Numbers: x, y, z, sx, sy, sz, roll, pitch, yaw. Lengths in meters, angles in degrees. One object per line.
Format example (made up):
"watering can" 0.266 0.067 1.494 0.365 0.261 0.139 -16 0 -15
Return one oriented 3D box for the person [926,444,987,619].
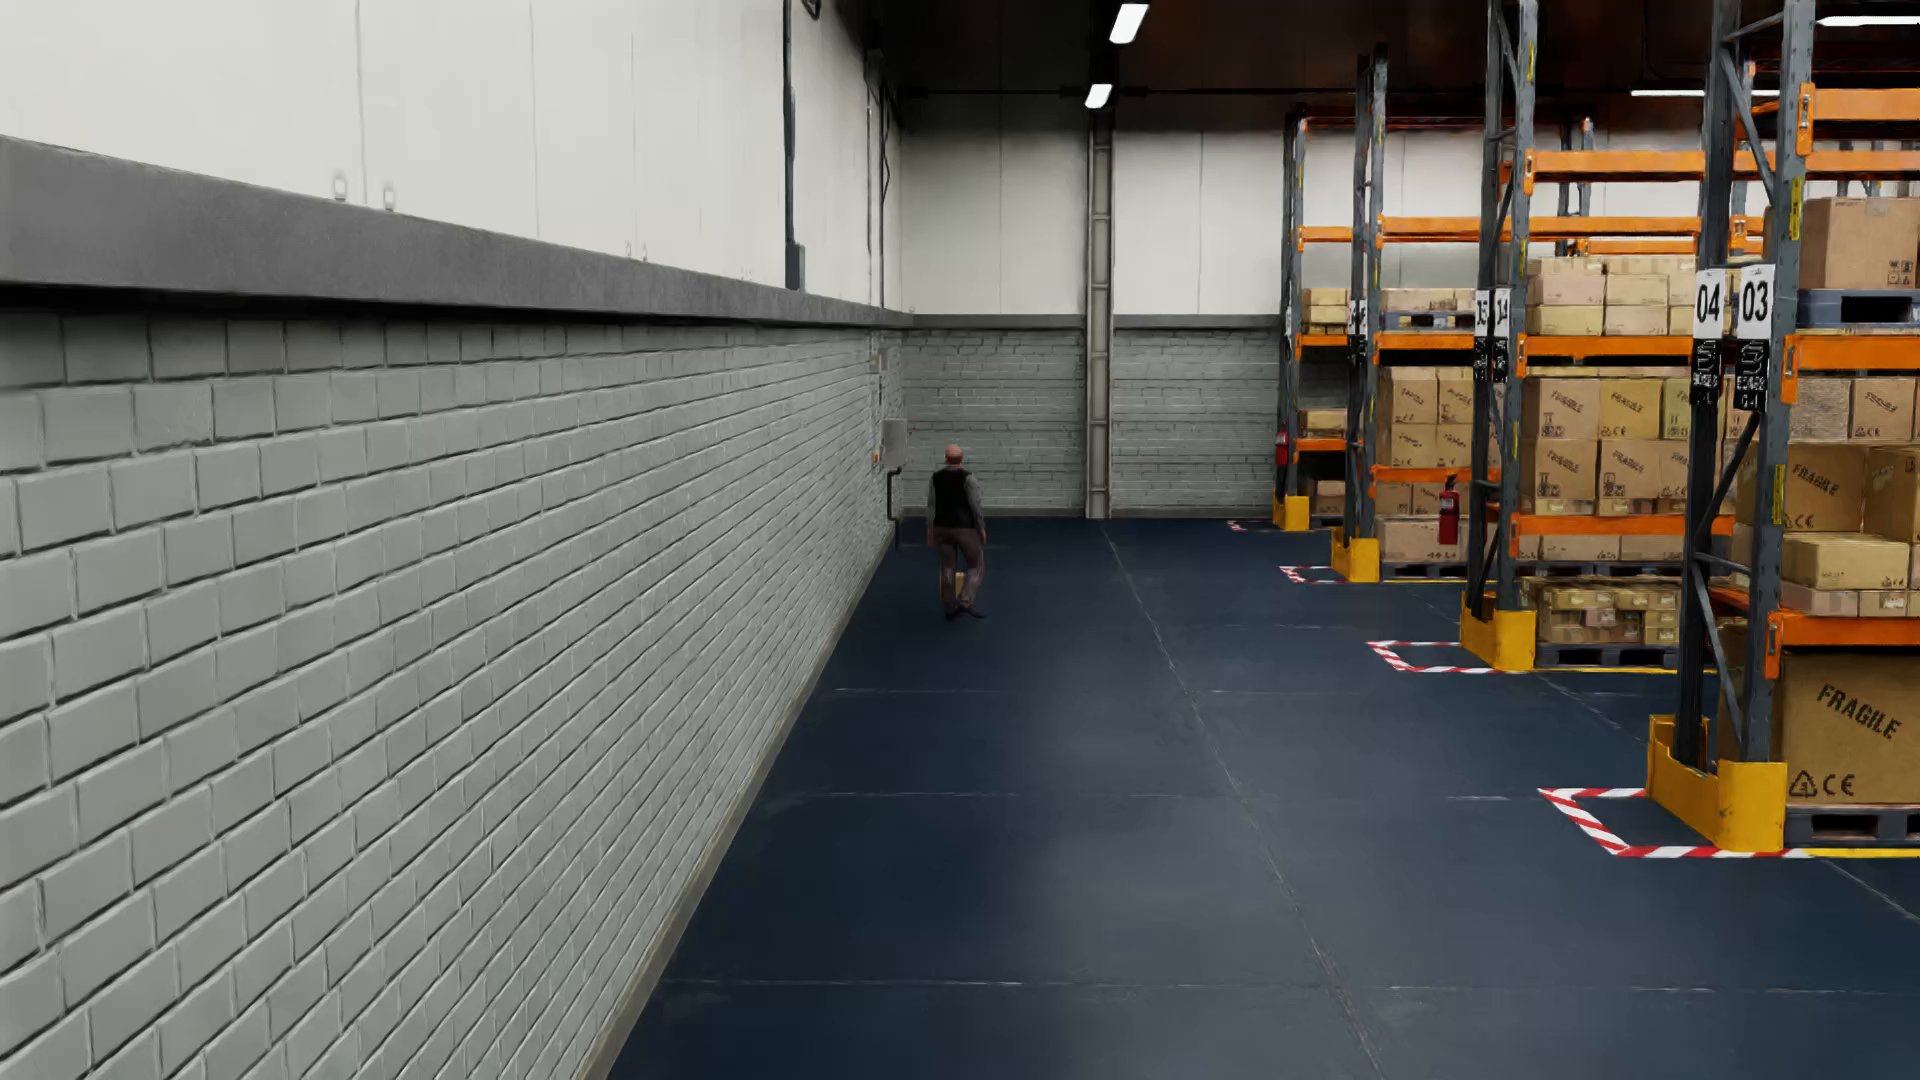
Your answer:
"person" -0.006 -0.078 16.353 0.703 1.714 0.457 4 8 28
